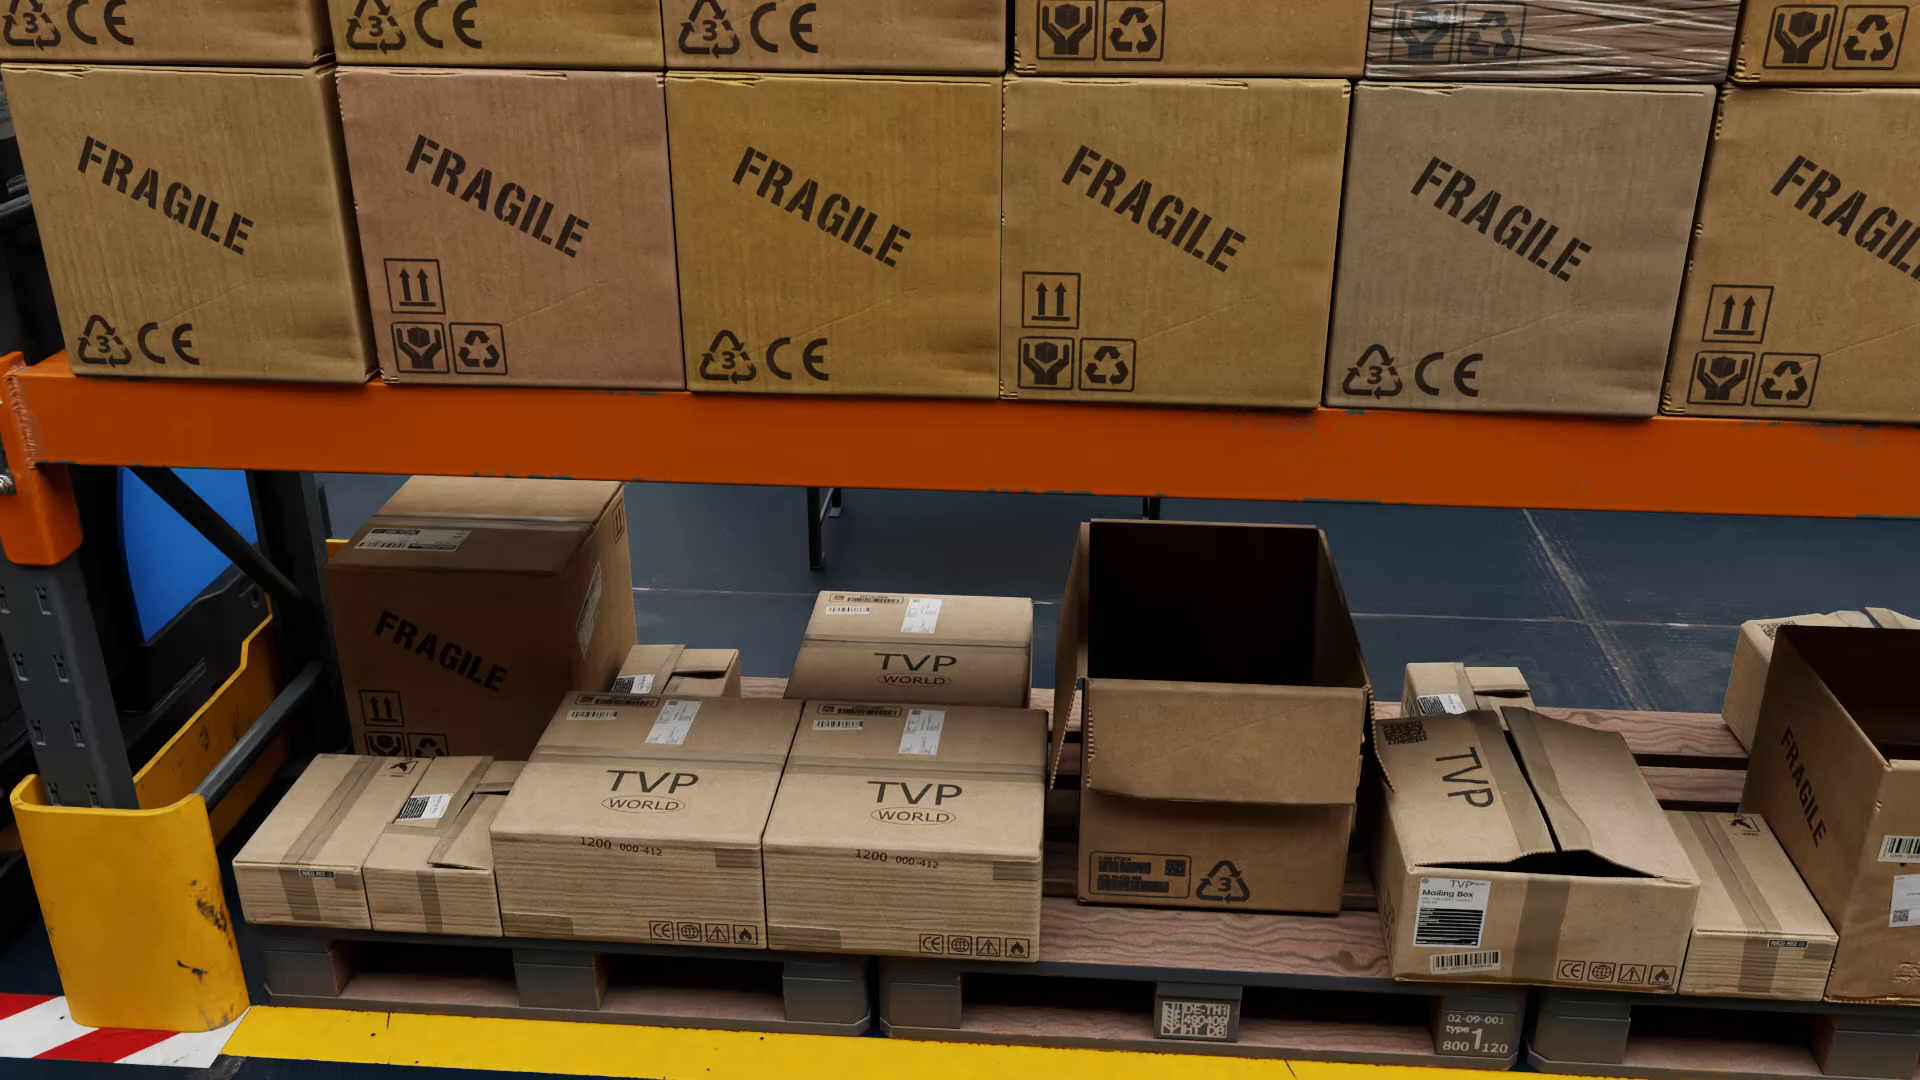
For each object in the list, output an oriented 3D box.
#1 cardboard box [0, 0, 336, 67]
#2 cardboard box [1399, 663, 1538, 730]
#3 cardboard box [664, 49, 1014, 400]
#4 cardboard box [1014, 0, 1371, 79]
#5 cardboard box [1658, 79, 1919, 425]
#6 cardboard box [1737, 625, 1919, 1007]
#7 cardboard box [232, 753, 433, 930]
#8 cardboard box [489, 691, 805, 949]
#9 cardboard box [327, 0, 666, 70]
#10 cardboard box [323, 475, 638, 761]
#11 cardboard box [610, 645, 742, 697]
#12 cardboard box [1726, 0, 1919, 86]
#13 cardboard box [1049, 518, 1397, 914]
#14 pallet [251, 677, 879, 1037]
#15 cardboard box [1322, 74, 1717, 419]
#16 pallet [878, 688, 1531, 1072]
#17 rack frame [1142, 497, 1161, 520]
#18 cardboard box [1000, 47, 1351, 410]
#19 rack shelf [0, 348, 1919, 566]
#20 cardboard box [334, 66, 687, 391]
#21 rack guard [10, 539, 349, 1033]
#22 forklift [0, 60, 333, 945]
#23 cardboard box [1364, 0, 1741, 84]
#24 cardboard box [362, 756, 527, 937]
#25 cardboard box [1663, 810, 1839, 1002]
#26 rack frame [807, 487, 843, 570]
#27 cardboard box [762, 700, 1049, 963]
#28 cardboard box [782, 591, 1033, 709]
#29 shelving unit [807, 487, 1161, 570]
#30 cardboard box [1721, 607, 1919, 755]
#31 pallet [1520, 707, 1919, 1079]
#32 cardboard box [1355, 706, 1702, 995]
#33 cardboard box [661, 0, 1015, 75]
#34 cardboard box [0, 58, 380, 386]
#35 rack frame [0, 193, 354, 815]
[{"bbox_3d":[-1.182,-1.041,2.609,0.500,0.500,0.500,3,25,6],"label":"cardboard box"},{"bbox_3d":[1.118,0.422,3.607,0.250,0.166,0.380,2,25,4],"label":"cardboard box"},{"bbox_3d":[-0.167,-0.556,2.750,0.500,0.500,0.500,2,25,4],"label":"cardboard box"},{"bbox_3d":[0.344,-0.994,2.506,0.500,0.500,0.500,2,25,4],"label":"cardboard box"},{"bbox_3d":[1.351,-0.508,2.647,0.500,0.500,0.500,3,25,5],"label":"cardboard box"},{"bbox_3d":[1.794,0.498,3.044,0.500,0.500,0.500,2,25,4],"label":"cardboard box"},{"bbox_3d":[-1.214,0.586,3.272,0.250,0.149,0.380,2,25,4],"label":"cardboard box"},{"bbox_3d":[-0.586,0.535,3.262,0.500,0.250,0.500,2,25,4],"label":"cardboard box"},{"bbox_3d":[-0.661,-1.028,2.580,0.500,0.500,0.500,2,25,5],"label":"cardboard box"},{"bbox_3d":[-1.044,0.185,3.725,0.500,0.500,0.500,2,25,4],"label":"cardboard box"},{"bbox_3d":[-0.647,0.387,3.685,0.250,0.166,0.380,2,25,4],"label":"cardboard box"},{"bbox_3d":[1.349,-0.961,2.435,0.500,0.500,0.500,1,25,3],"label":"cardboard box"},{"bbox_3d":[0.510,0.338,3.386,0.637,0.503,0.797,2,25,4],"label":"cardboard box"},{"bbox_3d":[-0.734,0.629,3.632,1.213,0.211,1.003,2,25,4],"label":"pallet"},{"bbox_3d":[0.839,-0.524,2.680,0.500,0.500,0.500,2,25,5],"label":"cardboard box"},{"bbox_3d":[0.479,0.669,3.545,1.213,0.211,1.003,2,25,4],"label":"pallet"},{"bbox_3d":[0.592,-0.662,4.895,0.032,1.500,0.500,2,25,4],"label":"rack frame"},{"bbox_3d":[0.331,-0.539,2.713,0.500,0.500,0.500,2,25,5],"label":"cardboard box"},{"bbox_3d":[0.389,-0.275,3.120,4.000,0.370,1.077,2,25,4],"label":"rack shelf"},{"bbox_3d":[-0.668,-0.573,2.787,0.500,0.500,0.500,2,25,3],"label":"cardboard box"},{"bbox_3d":[-1.529,0.472,3.626,0.348,0.500,1.175,2,25,4],"label":"rack guard"},{"bbox_3d":[-2.489,-0.629,3.111,1.130,2.935,3.031,2,25,4],"label":"forklift"},{"bbox_3d":[0.846,-0.977,2.470,0.500,0.500,0.500,2,25,4],"label":"cardboard box"},{"bbox_3d":[-0.964,0.586,3.251,0.250,0.166,0.380,2,25,4],"label":"cardboard box"},{"bbox_3d":[1.415,0.670,3.089,0.250,0.149,0.380,2,25,4],"label":"cardboard box"},{"bbox_3d":[-0.422,-0.695,4.966,0.032,1.500,0.500,2,25,4],"label":"rack frame"},{"bbox_3d":[-0.087,0.551,3.227,0.500,0.250,0.500,2,25,4],"label":"cardboard box"},{"bbox_3d":[-0.099,0.341,3.684,0.500,0.250,0.500,2,25,4],"label":"cardboard box"},{"bbox_3d":[0.085,-0.679,4.931,1.048,1.500,0.538,2,25,4],"label":"shelving unit"},{"bbox_3d":[1.982,0.380,3.526,0.500,0.311,0.500,2,25,4],"label":"cardboard box"},{"bbox_3d":[1.699,0.707,3.462,1.213,0.211,1.003,2,25,4],"label":"pallet"},{"bbox_3d":[1.046,0.560,3.136,0.500,0.311,0.500,2,25,4],"label":"cardboard box"},{"bbox_3d":[-0.162,-1.010,2.540,0.500,0.500,0.500,2,25,5],"label":"cardboard box"},{"bbox_3d":[-1.182,-0.587,2.818,0.500,0.500,0.500,2,25,5],"label":"cardboard box"},{"bbox_3d":[-1.605,-0.666,3.109,0.127,3.000,1.000,2,25,4],"label":"rack frame"}]
